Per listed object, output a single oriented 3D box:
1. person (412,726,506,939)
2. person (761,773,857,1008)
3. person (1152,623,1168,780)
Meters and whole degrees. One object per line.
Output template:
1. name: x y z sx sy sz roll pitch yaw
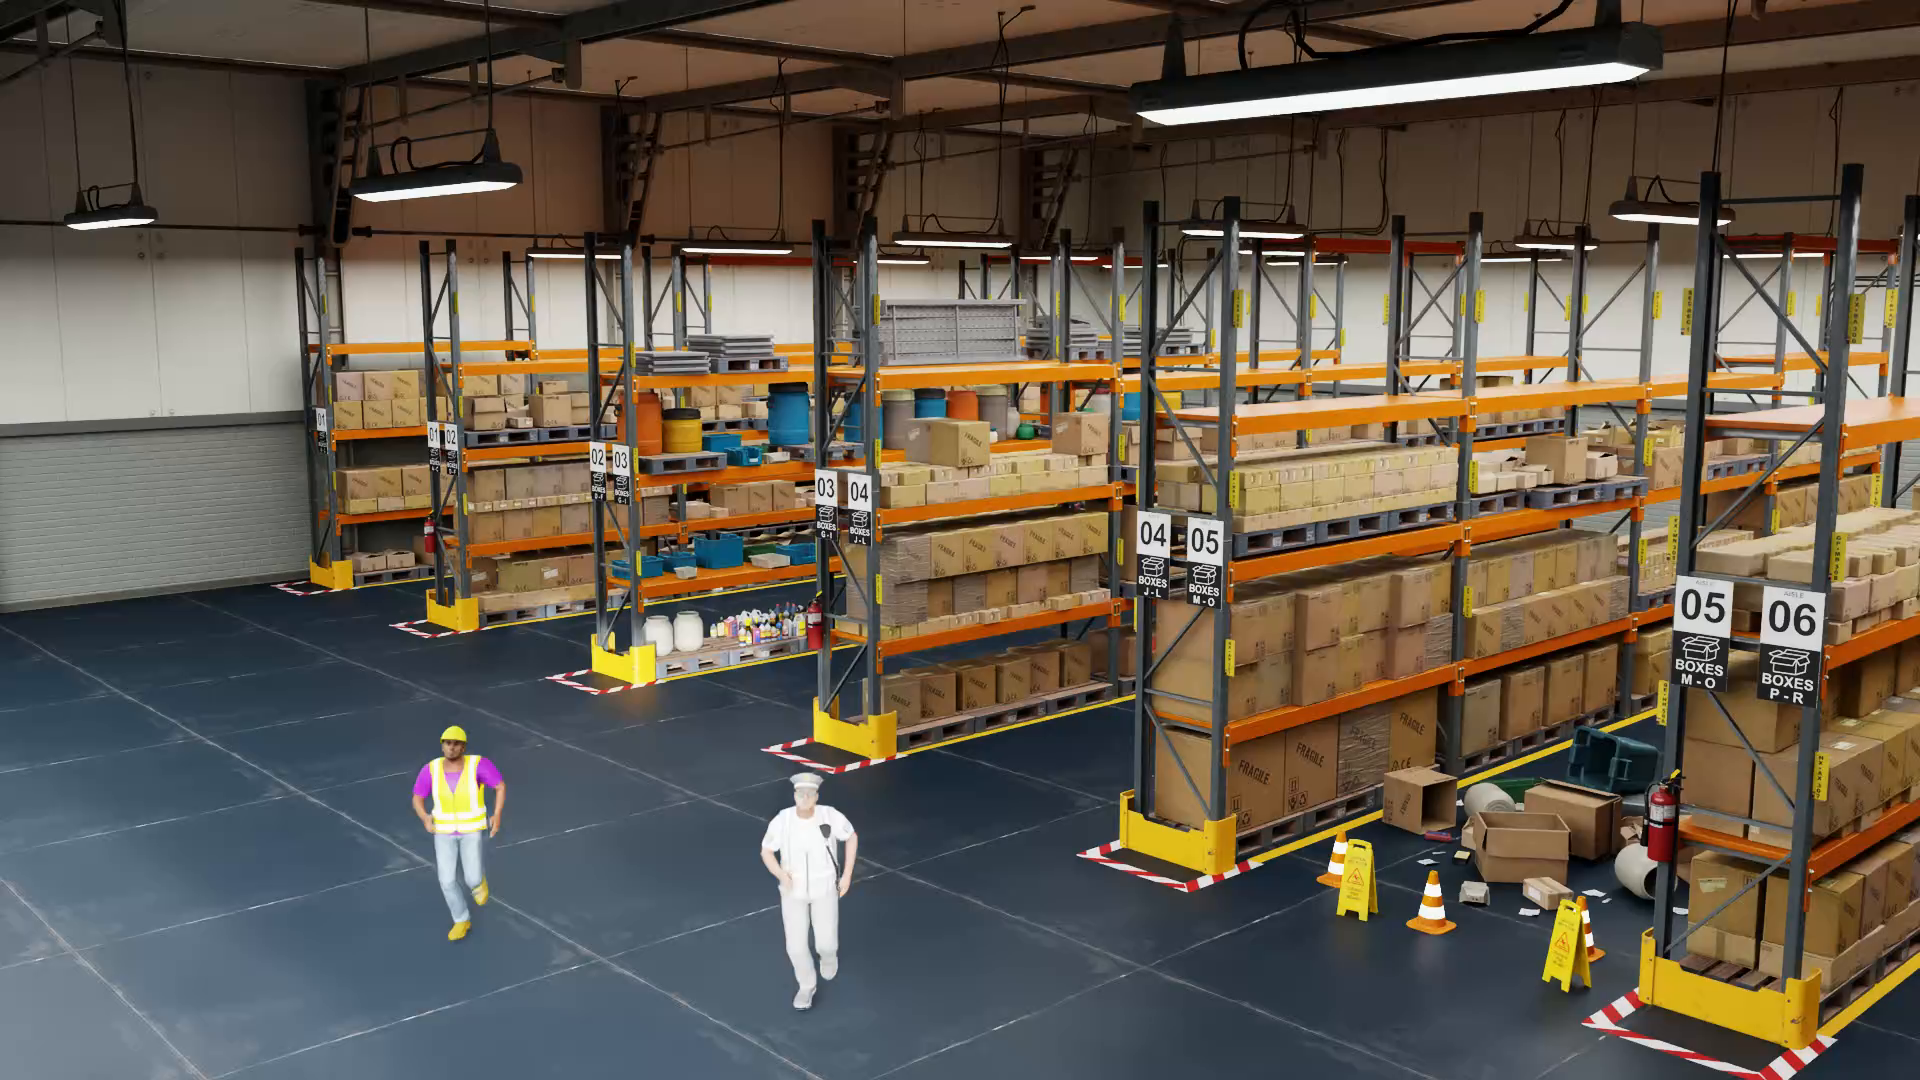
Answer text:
1. person: -4.081 2.352 13.550 0.736 1.727 0.613 -1 8 -10
2. person: -1.101 2.542 12.140 0.705 1.751 0.611 0 8 -3
3. person: 2.220 1.707 18.020 0.683 1.821 0.783 8 11 42
